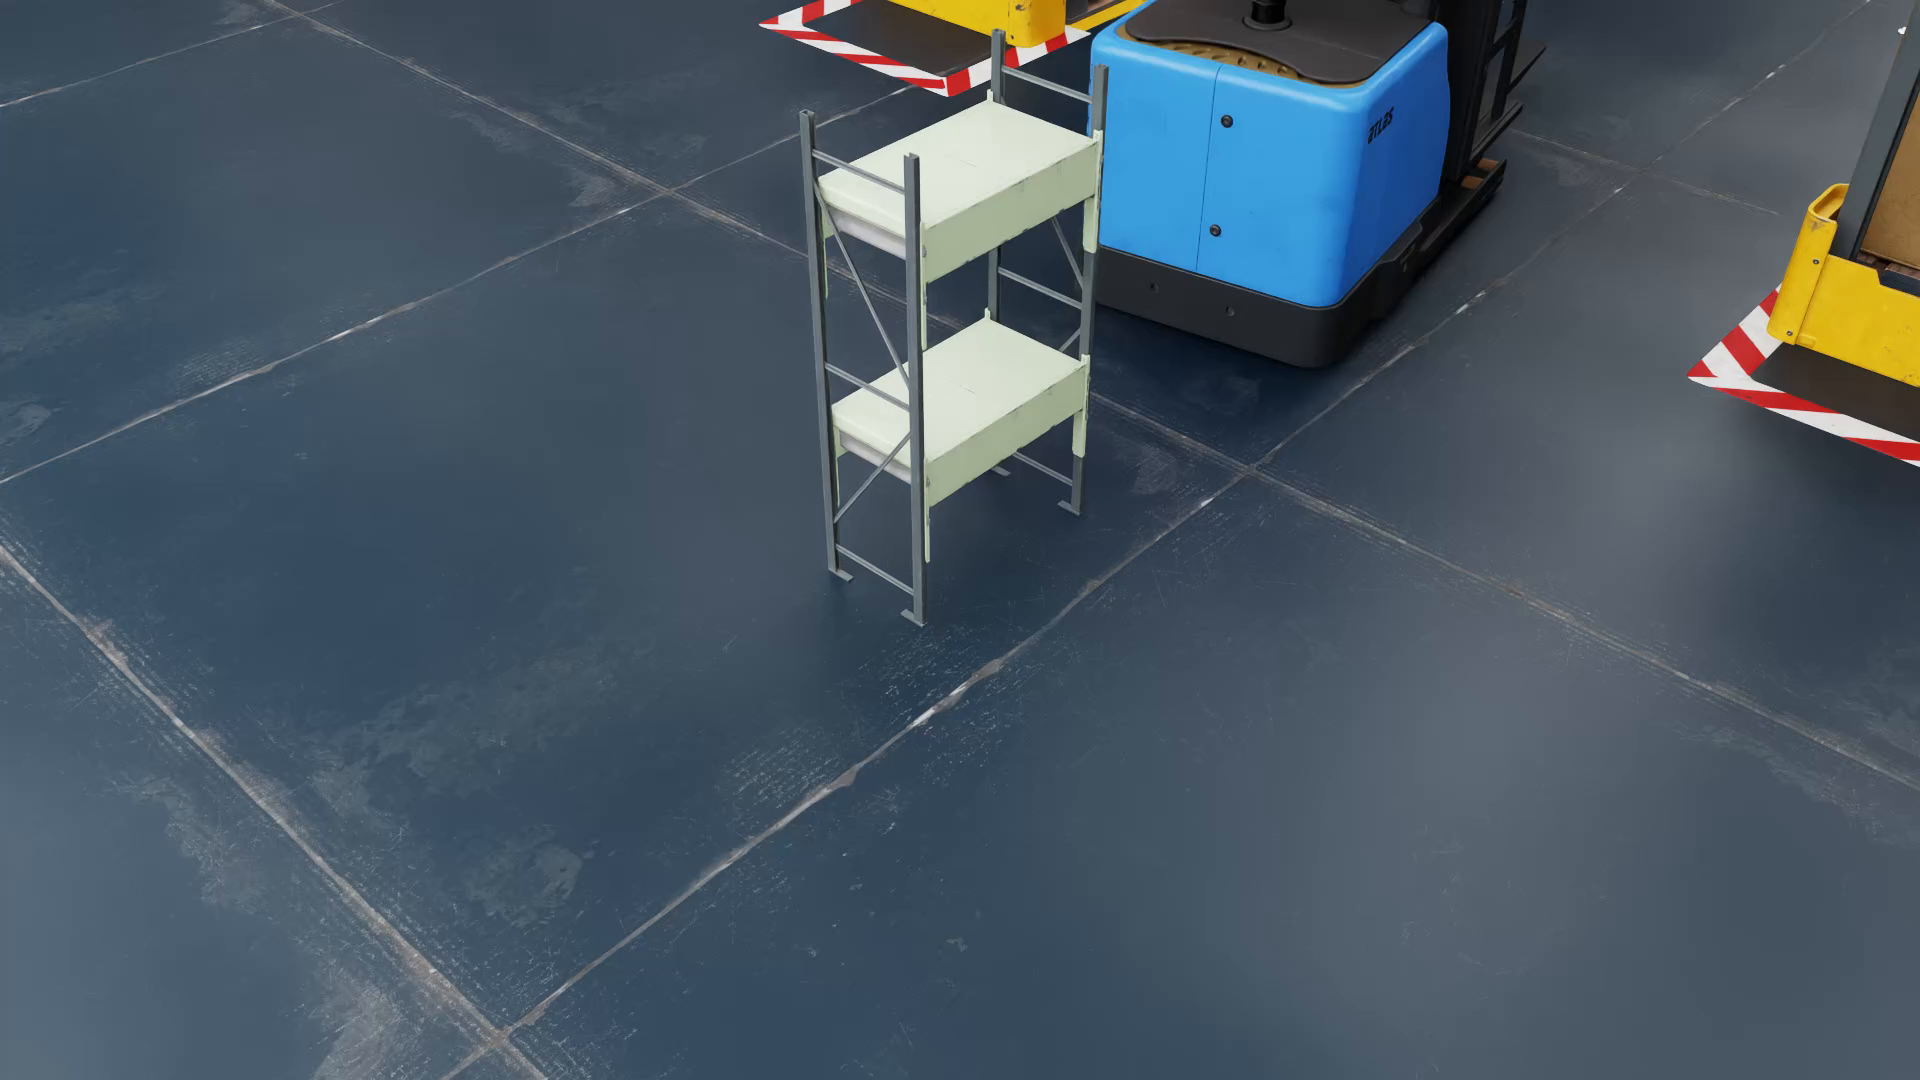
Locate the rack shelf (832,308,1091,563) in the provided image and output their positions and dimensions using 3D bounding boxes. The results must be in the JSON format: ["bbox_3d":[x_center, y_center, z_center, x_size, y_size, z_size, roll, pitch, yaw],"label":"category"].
[{"bbox_3d":[-0.004,-0.329,4.982,0.431,0.370,0.720,30,47,32],"label":"rack shelf"}]

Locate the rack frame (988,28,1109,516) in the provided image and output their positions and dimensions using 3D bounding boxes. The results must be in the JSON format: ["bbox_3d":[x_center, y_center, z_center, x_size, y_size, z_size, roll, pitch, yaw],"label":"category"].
[{"bbox_3d":[0.242,-0.752,4.991,0.400,1.500,0.023,30,47,32],"label":"rack frame"}]

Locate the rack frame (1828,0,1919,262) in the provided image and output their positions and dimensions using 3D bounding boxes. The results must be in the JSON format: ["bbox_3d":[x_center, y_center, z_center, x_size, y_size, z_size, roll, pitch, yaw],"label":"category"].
[{"bbox_3d":[3.560,-1.793,5.094,1.000,3.000,0.127,30,47,32],"label":"rack frame"}]

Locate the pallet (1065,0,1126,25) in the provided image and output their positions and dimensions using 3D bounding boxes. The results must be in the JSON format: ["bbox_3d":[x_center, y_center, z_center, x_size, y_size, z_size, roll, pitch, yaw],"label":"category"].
[{"bbox_3d":[0.593,-3.223,9.134,1.003,0.211,1.213,30,47,32],"label":"pallet"}]

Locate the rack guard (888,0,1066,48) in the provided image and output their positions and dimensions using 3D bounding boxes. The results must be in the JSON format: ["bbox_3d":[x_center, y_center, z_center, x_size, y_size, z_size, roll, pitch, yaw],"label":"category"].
[{"bbox_3d":[0.019,-2.978,8.594,1.175,0.500,0.348,30,47,32],"label":"rack guard"}]

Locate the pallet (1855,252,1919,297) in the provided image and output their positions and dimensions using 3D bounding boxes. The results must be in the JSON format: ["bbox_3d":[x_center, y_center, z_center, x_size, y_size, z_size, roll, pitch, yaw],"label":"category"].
[{"bbox_3d":[4.042,-1.101,6.465,1.003,0.211,1.213,30,47,32],"label":"pallet"}]

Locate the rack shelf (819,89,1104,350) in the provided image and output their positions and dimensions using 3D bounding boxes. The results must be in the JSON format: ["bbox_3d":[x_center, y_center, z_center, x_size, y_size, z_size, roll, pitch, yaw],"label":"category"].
[{"bbox_3d":[-0.004,-0.889,4.536,0.431,0.370,0.720,30,47,32],"label":"rack shelf"}]

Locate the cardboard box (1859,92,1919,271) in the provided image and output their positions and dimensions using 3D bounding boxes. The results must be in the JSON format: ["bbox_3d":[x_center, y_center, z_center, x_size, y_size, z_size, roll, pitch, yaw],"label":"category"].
[{"bbox_3d":[3.969,-1.465,6.052,0.875,0.875,0.875,30,47,32],"label":"cardboard box"}]

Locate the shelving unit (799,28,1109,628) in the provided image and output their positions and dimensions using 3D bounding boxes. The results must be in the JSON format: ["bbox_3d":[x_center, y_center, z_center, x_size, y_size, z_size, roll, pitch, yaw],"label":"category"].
[{"bbox_3d":[-0.004,-0.584,4.779,0.431,1.500,0.755,30,47,32],"label":"shelving unit"}]

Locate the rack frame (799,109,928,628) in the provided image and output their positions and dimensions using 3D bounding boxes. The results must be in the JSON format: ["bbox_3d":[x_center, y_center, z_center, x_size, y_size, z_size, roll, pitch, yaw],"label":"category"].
[{"bbox_3d":[-0.251,-0.416,4.568,0.400,1.500,0.023,30,47,32],"label":"rack frame"}]

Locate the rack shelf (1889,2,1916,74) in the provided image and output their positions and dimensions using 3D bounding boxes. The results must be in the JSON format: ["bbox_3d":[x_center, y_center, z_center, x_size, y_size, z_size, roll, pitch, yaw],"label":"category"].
[{"bbox_3d":[4.910,-2.430,6.474,1.077,0.370,4.000,30,47,32],"label":"rack shelf"}]

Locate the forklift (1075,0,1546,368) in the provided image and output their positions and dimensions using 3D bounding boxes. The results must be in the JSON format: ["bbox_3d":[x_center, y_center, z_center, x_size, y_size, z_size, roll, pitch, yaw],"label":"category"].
[{"bbox_3d":[1.660,-2.644,6.220,1.130,2.935,3.031,22,43,25],"label":"forklift"}]

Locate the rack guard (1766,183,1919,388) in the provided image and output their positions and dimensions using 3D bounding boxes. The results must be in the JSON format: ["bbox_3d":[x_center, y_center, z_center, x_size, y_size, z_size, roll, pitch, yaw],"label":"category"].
[{"bbox_3d":[3.544,-0.803,5.858,1.175,0.500,0.348,30,47,32],"label":"rack guard"}]
